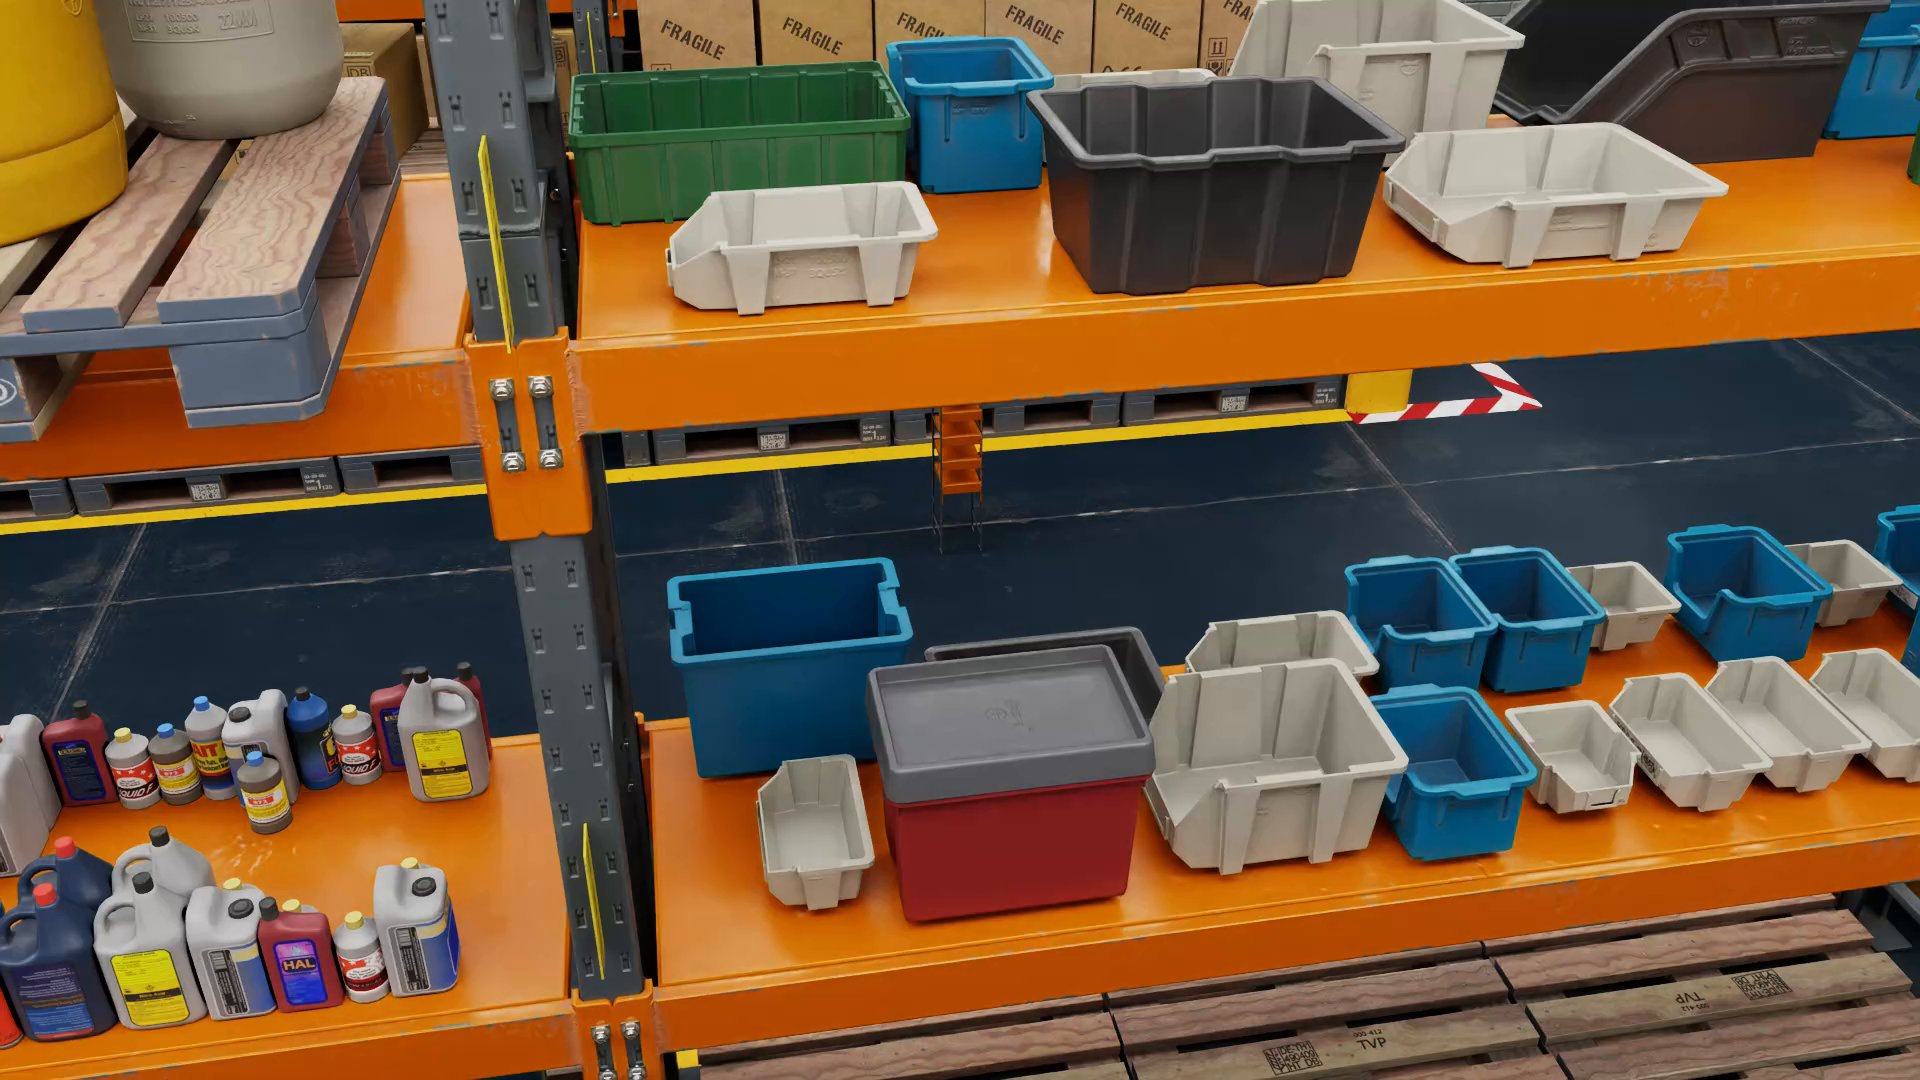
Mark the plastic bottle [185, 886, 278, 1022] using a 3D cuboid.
[{"bbox_3d":[-1.511,0.847,3.473,0.135,0.276,0.152,-5,31,-9],"label":"plastic bottle"}]

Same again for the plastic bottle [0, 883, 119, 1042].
[{"bbox_3d":[-1.849,0.848,3.397,0.185,0.351,0.144,-5,31,-9],"label":"plastic bottle"}]

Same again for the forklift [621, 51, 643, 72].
[{"bbox_3d":[-1.677,-2.831,9.673,3.031,2.935,1.130,-3,31,-6],"label":"forklift"}]

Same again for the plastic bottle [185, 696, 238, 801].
[{"bbox_3d":[-1.825,0.501,4.065,0.097,0.271,0.097,0,30,0],"label":"plastic bottle"}]

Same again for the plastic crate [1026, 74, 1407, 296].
[{"bbox_3d":[0.449,-0.650,3.066,0.590,0.269,0.497,-5,31,-9],"label":"plastic crate"}]

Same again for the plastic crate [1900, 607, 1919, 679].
[{"bbox_3d":[2.817,0.280,4.220,0.499,0.435,0.616,-5,31,-9],"label":"plastic crate"}]

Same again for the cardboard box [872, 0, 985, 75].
[{"bbox_3d":[-0.184,-2.378,7.749,0.500,0.500,0.500,-6,31,-10],"label":"cardboard box"}]

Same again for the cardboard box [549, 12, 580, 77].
[{"bbox_3d":[-3.223,-3.507,12.461,0.750,0.750,0.750,-5,31,-8],"label":"cardboard box"}]

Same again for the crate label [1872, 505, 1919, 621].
[{"bbox_3d":[2.810,0.103,4.722,0.303,0.233,0.416,-5,31,-9],"label":"crate label"}]

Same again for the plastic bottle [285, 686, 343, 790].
[{"bbox_3d":[-1.597,0.480,4.101,0.097,0.271,0.097,0,30,0],"label":"plastic bottle"}]

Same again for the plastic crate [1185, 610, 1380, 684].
[{"bbox_3d":[0.836,0.342,4.410,0.466,0.136,0.293,-5,31,-9],"label":"plastic crate"}]

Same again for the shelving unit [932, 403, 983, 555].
[{"bbox_3d":[-0.014,-0.516,7.444,0.189,1.200,0.258,-5,31,-9],"label":"shelving unit"}]

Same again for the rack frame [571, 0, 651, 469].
[{"bbox_3d":[-1.711,-1.907,8.034,0.127,3.000,1.000,-5,31,-9],"label":"rack frame"}]

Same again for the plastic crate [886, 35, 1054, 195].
[{"bbox_3d":[0.016,-0.900,3.527,0.300,0.233,0.416,-5,31,-9],"label":"plastic crate"}]

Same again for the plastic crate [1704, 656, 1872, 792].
[{"bbox_3d":[2.055,0.470,4.193,0.243,0.136,0.396,-5,31,-9],"label":"plastic crate"}]

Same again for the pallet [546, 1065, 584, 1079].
[{"bbox_3d":[-1.589,1.815,4.455,1.213,0.211,1.003,-5,31,-9],"label":"pallet"}]

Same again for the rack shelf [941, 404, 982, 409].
[{"bbox_3d":[-0.014,-0.684,7.344,0.180,0.103,0.258,-5,31,-9],"label":"rack shelf"}]

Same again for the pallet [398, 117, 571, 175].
[{"bbox_3d":[-2.517,-1.806,8.051,1.213,0.211,1.003,-5,31,-9],"label":"pallet"}]

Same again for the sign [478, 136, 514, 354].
[{"bbox_3d":[-0.725,-0.459,2.604,0.005,0.325,0.100,-5,31,-9],"label":"sign"}]

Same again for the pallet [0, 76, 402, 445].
[{"bbox_3d":[-1.576,-0.528,2.916,1.003,0.211,1.213,-5,31,-9],"label":"pallet"}]

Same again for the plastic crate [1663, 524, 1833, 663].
[{"bbox_3d":[2.163,0.163,4.620,0.300,0.233,0.416,-5,31,-9],"label":"plastic crate"}]

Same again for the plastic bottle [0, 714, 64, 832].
[{"bbox_3d":[-2.257,0.553,3.972,0.135,0.276,0.152,-5,31,-9],"label":"plastic bottle"}]

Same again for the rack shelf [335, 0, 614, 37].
[{"bbox_3d":[-4.574,-3.884,12.105,4.000,0.370,1.077,-5,31,-9],"label":"rack shelf"}]

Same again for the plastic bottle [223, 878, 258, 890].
[{"bbox_3d":[-1.552,0.819,3.594,0.097,0.201,0.097,0,30,0],"label":"plastic bottle"}]

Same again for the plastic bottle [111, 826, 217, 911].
[{"bbox_3d":[-1.694,0.759,3.548,0.185,0.351,0.144,-5,31,-9],"label":"plastic bottle"}]

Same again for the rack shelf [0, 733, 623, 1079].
[{"bbox_3d":[-2.790,1.056,3.705,4.000,0.370,1.077,-5,31,-9],"label":"rack shelf"}]

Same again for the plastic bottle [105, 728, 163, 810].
[{"bbox_3d":[-2.017,0.549,4.053,0.097,0.201,0.097,0,30,0],"label":"plastic bottle"}]

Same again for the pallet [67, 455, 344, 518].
[{"bbox_3d":[-3.707,-0.499,8.390,1.213,0.211,1.003,-5,31,-9],"label":"pallet"}]

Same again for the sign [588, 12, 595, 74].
[{"bbox_3d":[-1.607,-2.130,7.270,0.005,0.325,0.100,-5,31,-9],"label":"sign"}]

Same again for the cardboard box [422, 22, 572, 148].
[{"bbox_3d":[-2.217,-2.199,8.018,0.500,0.500,0.700,-16,34,-25],"label":"cardboard box"}]

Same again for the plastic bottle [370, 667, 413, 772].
[{"bbox_3d":[-1.391,0.446,4.147,0.133,0.283,0.061,-5,31,-9],"label":"plastic bottle"}]

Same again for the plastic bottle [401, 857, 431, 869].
[{"bbox_3d":[-1.193,0.785,3.651,0.097,0.201,0.097,0,30,0],"label":"plastic bottle"}]

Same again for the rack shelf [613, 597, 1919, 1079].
[{"bbox_3d":[1.145,0.691,4.326,4.000,0.370,1.077,-5,31,-9],"label":"rack shelf"}]

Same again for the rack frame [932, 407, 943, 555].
[{"bbox_3d":[-0.104,-0.508,7.429,0.006,1.200,0.240,-5,31,-9],"label":"rack frame"}]

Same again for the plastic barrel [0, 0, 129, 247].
[{"bbox_3d":[-1.684,-0.808,2.605,0.600,0.588,0.600,0,30,0],"label":"plastic barrel"}]

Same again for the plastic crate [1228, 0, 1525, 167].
[{"bbox_3d":[0.877,-0.996,3.641,0.530,0.282,0.437,-5,31,-9],"label":"plastic crate"}]

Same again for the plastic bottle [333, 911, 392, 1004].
[{"bbox_3d":[-1.261,0.870,3.507,0.097,0.201,0.097,0,30,0],"label":"plastic bottle"}]

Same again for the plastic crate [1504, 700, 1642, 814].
[{"bbox_3d":[1.498,0.544,4.067,0.250,0.136,0.298,-5,31,-9],"label":"plastic crate"}]

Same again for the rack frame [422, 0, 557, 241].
[{"bbox_3d":[-0.822,-2.023,2.312,0.127,3.000,1.000,-5,31,-9],"label":"rack frame"}]

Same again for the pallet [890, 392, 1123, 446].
[{"bbox_3d":[0.167,-0.880,9.039,1.213,0.211,1.003,-5,31,-9],"label":"pallet"}]

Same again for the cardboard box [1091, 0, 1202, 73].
[{"bbox_3d":[0.830,-2.472,7.910,0.500,0.500,0.500,-4,31,-8],"label":"cardboard box"}]

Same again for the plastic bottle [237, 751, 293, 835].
[{"bbox_3d":[-1.665,0.595,3.975,0.097,0.201,0.097,0,30,0],"label":"plastic bottle"}]

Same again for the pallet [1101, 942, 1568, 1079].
[{"bbox_3d":[1.097,1.566,4.879,1.213,0.211,1.003,-5,31,-9],"label":"pallet"}]

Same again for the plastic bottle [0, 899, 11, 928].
[{"bbox_3d":[-2.048,0.835,3.498,0.097,0.271,0.097,0,30,0],"label":"plastic bottle"}]

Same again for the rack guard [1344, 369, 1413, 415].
[{"bbox_3d":[2.149,-1.188,9.277,0.348,0.500,1.175,-5,31,-9],"label":"rack guard"}]

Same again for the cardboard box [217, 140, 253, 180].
[{"bbox_3d":[-3.438,-1.939,7.575,0.500,0.500,0.700,-13,33,-21],"label":"cardboard box"}]

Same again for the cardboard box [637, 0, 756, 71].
[{"bbox_3d":[-1.197,-2.284,7.590,0.500,0.500,0.500,-5,31,-8],"label":"cardboard box"}]

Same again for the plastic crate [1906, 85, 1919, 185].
[{"bbox_3d":[2.193,-0.771,3.352,0.336,0.188,0.450,-5,31,-9],"label":"plastic crate"}]

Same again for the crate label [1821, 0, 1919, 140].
[{"bbox_3d":[2.147,-1.108,3.862,0.502,0.251,0.408,-5,31,-9],"label":"crate label"}]

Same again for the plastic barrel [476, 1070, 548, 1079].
[{"bbox_3d":[-1.361,1.328,4.189,0.708,0.901,0.600,-5,31,-9],"label":"plastic barrel"}]

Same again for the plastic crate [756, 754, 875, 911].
[{"bbox_3d":[-0.339,0.680,3.836,0.243,0.136,0.396,-5,31,-9],"label":"plastic crate"}]

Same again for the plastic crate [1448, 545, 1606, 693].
[{"bbox_3d":[1.515,0.223,4.518,0.300,0.233,0.416,-5,31,-9],"label":"plastic crate"}]

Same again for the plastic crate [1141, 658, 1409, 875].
[{"bbox_3d":[0.713,0.541,3.929,0.530,0.282,0.437,-5,31,-9],"label":"plastic crate"}]

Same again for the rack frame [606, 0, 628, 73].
[{"bbox_3d":[-2.607,-4.376,12.234,0.127,3.000,1.000,-5,31,-9],"label":"rack frame"}]

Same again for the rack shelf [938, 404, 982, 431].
[{"bbox_3d":[-0.014,-0.581,7.405,0.180,0.103,0.258,-5,31,-9],"label":"rack shelf"}]
